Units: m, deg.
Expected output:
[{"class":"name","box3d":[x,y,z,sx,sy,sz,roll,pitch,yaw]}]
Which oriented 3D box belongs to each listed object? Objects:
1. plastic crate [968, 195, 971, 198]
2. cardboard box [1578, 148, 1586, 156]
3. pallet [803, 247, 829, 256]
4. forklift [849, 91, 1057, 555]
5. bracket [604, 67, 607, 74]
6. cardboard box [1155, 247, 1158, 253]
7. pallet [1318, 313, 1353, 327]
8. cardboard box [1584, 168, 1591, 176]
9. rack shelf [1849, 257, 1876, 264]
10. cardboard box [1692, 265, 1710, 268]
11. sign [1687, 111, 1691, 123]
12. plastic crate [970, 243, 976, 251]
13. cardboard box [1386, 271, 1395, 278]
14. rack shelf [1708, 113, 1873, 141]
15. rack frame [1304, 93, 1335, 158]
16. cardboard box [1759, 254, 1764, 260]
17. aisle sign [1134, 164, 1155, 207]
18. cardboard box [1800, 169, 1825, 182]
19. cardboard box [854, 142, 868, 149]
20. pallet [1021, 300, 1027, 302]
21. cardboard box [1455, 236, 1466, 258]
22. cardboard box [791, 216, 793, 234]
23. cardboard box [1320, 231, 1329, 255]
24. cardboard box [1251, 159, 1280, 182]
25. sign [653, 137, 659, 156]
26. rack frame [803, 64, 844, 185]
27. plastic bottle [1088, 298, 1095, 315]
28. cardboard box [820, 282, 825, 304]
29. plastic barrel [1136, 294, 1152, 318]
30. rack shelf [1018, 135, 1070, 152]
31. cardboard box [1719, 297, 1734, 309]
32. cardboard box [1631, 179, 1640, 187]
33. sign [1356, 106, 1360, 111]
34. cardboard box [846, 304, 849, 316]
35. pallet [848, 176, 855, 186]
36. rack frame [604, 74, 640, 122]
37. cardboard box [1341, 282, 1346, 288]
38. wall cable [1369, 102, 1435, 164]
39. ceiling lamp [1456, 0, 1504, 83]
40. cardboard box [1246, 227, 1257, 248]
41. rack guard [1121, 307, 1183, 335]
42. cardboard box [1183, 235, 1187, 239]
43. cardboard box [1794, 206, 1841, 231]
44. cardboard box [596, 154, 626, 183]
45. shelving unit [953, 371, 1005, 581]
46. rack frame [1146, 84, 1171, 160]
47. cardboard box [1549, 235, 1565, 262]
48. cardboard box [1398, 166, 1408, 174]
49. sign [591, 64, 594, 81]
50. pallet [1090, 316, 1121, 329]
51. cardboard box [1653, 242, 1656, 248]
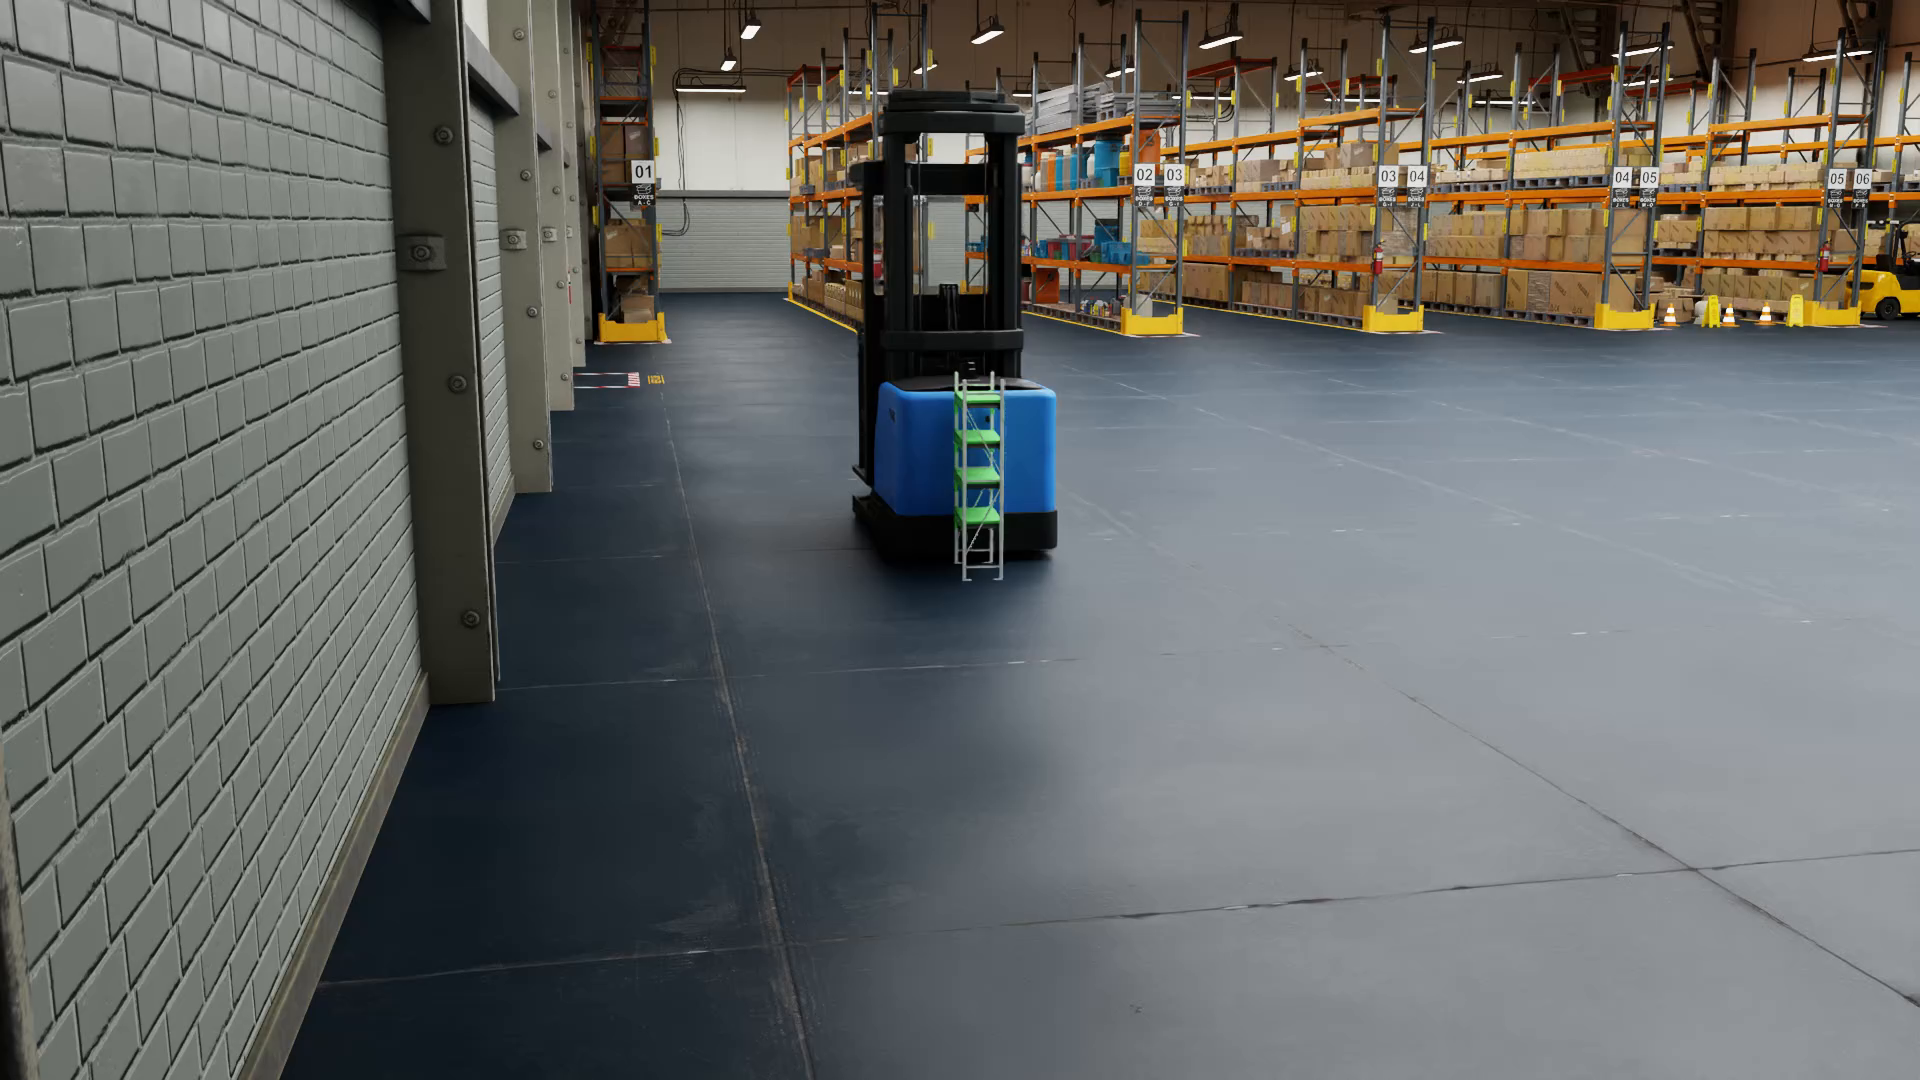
[{"class":"plastic crate","box3d":[0.454,-9.713,46.534,0.497,0.269,0.590,-2,11,-11]},{"class":"cardboard box","box3d":[12.961,-7.979,34.222,0.380,0.149,0.250,-2,11,-10]},{"class":"pallet","box3d":[-3.380,-7.227,41.656,1.003,0.211,1.213,-2,11,-11]},{"class":"forklift","box3d":[-0.170,-1.574,11.626,1.130,2.935,3.031,-2,11,-11]},{"class":"bracket","box3d":[-10.010,-13.140,46.540,0.235,0.232,0.430,-2,11,-11]},{"class":"cardboard box","box3d":[5.610,-8.034,46.056,0.380,0.149,0.250,-2,11,-10]},{"class":"pallet","box3d":[8.251,-4.648,35.051,1.003,0.211,1.213,-2,11,-11]},{"class":"cardboard box","box3d":[13.012,-7.540,34.045,0.380,0.149,0.250,-2,11,-10]},{"class":"rack shelf","box3d":[22.045,-6.919,41.449,1.077,0.370,4.000,-2,11,-11]},{"class":"cardboard box","box3d":[20.784,-7.694,46.632,0.380,0.149,0.250,-3,11,-14]},{"class":"sign","box3d":[20.342,-11.801,46.422,0.100,0.325,0.005,-2,11,-11]},{"class":"plastic crate","box3d":[0.506,-8.154,46.301,0.416,0.233,0.300,-2,11,-11]},{"class":"cardboard box","box3d":[11.369,-6.908,43.024,0.500,0.250,0.500,-2,11,-10]},{"class":"rack shelf","box3d":[17.955,-8.949,36.082,1.077,0.370,4.000,-2,11,-11]},{"class":"rack frame","box3d":[10.396,-11.674,48.462,1.000,3.000,0.127,-2,11,-11]},{"class":"cardboard box","box3d":[17.783,-6.209,36.468,0.380,0.149,0.250,-2,11,-11]},{"class":"aisle sign","box3d":[3.487,-6.703,31.439,0.394,0.787,0.004,-2,11,-11]},{"class":"cardboard box","box3d":[17.980,-7.621,34.795,0.500,0.250,0.500,-2,11,-12]},{"class":"cardboard box","box3d":[-1.954,-8.093,34.946,0.500,0.500,0.500,-2,11,-10]},{"class":"pallet","box3d":[1.781,-5.914,41.703,1.003,0.211,1.213,-2,11,-11]},{"class":"cardboard box","box3d":[12.069,-6.939,39.364,0.500,0.500,0.500,-2,11,-12]},{"class":"cardboard box","box3d":[-4.379,-8.654,45.702,0.500,0.500,0.500,-2,11,-9]},{"class":"cardboard box","box3d":[8.131,-6.293,35.175,0.875,0.500,0.500,-2,11,-11]},{"class":"cardboard box","box3d":[7.106,-8.585,38.652,0.500,0.500,0.500,-2,11,-13]},{"class":"sign","box3d":[-5.421,-7.012,29.657,0.100,0.325,0.005,-2,11,-11]},{"class":"rack frame","box3d":[-3.429,-10.419,41.868,1.000,3.000,0.127,-2,11,-11]},{"class":"plastic bottle","box3d":[2.773,-4.901,34.830,0.144,0.351,0.185,-3,11,-13]},{"class":"cardboard box","box3d":[-3.063,-5.889,39.623,0.500,0.500,0.500,-2,11,-9]},{"class":"plastic barrel","box3d":[3.562,-4.552,32.621,0.421,0.512,0.421,0,11,0]},{"class":"rack shelf","box3d":[1.820,-9.681,40.988,1.077,0.370,4.000,-2,11,-11]},{"class":"cardboard box","box3d":[17.531,-5.364,37.588,0.500,0.250,0.500,-1,11,-8]},{"class":"cardboard box","box3d":[16.962,-8.806,41.152,0.700,0.500,0.500,-2,11,-11]},{"class":"sign","box3d":[10.638,-11.421,44.427,0.100,0.325,0.005,-2,11,-11]},{"class":"cardboard box","box3d":[-2.080,-4.764,34.433,0.500,0.250,0.500,-2,11,-11]},{"class":"pallet","box3d":[-1.682,-7.279,33.631,1.003,0.211,1.213,-2,11,-11]},{"class":"rack frame","box3d":[-9.065,-10.971,44.772,1.000,3.000,0.127,-2,11,-11]},{"class":"cardboard box","box3d":[10.736,-7.040,45.869,0.380,0.149,0.250,-3,11,-14]},{"class":"wall cable","box3d":[14.588,-12.932,55.073,2.355,3.000,0.029,-2,11,-11]},{"class":"ceiling lamp","box3d":[14.030,-13.774,43.883,0.800,3.185,2.000,-2,11,-11]},{"class":"cardboard box","box3d":[7.211,-7.255,39.902,0.500,0.500,0.500,-4,11,-18]},{"class":"rack guard","box3d":[3.704,-4.234,32.106,1.175,0.500,0.348,-2,11,-11]},{"class":"cardboard box","box3d":[6.133,-7.787,43.818,0.500,0.500,0.500,-2,11,-11]},{"class":"cardboard box","box3d":[18.030,-6.763,34.968,0.700,0.500,0.500,-2,11,-12]},{"class":"cardboard box","box3d":[-6.283,-6.690,29.978,0.500,0.500,0.500,-1,11,-7]},{"class":"shelving unit","box3d":[0.112,-0.394,10.042,0.258,1.200,0.503,-1,11,-6]},{"class":"rack frame","box3d":[5.511,-11.512,47.611,1.000,3.000,0.127,-2,11,-11]},{"class":"cardboard box","box3d":[13.134,-6.235,35.532,0.875,0.550,0.500,-2,11,-11]},{"class":"cardboard box","box3d":[8.796,-7.285,32.760,0.380,0.149,0.250,-2,11,-11]},{"class":"sign","box3d":[-7.274,-9.286,32.995,0.100,0.325,0.005,-2,11,-11]},{"class":"pallet","box3d":[3.317,-4.465,34.090,1.003,0.211,1.213,-2,11,-11]},{"class":"cardboard box","box3d":[16.935,-7.176,40.426,0.380,0.149,0.250,-2,11,-9]}]
